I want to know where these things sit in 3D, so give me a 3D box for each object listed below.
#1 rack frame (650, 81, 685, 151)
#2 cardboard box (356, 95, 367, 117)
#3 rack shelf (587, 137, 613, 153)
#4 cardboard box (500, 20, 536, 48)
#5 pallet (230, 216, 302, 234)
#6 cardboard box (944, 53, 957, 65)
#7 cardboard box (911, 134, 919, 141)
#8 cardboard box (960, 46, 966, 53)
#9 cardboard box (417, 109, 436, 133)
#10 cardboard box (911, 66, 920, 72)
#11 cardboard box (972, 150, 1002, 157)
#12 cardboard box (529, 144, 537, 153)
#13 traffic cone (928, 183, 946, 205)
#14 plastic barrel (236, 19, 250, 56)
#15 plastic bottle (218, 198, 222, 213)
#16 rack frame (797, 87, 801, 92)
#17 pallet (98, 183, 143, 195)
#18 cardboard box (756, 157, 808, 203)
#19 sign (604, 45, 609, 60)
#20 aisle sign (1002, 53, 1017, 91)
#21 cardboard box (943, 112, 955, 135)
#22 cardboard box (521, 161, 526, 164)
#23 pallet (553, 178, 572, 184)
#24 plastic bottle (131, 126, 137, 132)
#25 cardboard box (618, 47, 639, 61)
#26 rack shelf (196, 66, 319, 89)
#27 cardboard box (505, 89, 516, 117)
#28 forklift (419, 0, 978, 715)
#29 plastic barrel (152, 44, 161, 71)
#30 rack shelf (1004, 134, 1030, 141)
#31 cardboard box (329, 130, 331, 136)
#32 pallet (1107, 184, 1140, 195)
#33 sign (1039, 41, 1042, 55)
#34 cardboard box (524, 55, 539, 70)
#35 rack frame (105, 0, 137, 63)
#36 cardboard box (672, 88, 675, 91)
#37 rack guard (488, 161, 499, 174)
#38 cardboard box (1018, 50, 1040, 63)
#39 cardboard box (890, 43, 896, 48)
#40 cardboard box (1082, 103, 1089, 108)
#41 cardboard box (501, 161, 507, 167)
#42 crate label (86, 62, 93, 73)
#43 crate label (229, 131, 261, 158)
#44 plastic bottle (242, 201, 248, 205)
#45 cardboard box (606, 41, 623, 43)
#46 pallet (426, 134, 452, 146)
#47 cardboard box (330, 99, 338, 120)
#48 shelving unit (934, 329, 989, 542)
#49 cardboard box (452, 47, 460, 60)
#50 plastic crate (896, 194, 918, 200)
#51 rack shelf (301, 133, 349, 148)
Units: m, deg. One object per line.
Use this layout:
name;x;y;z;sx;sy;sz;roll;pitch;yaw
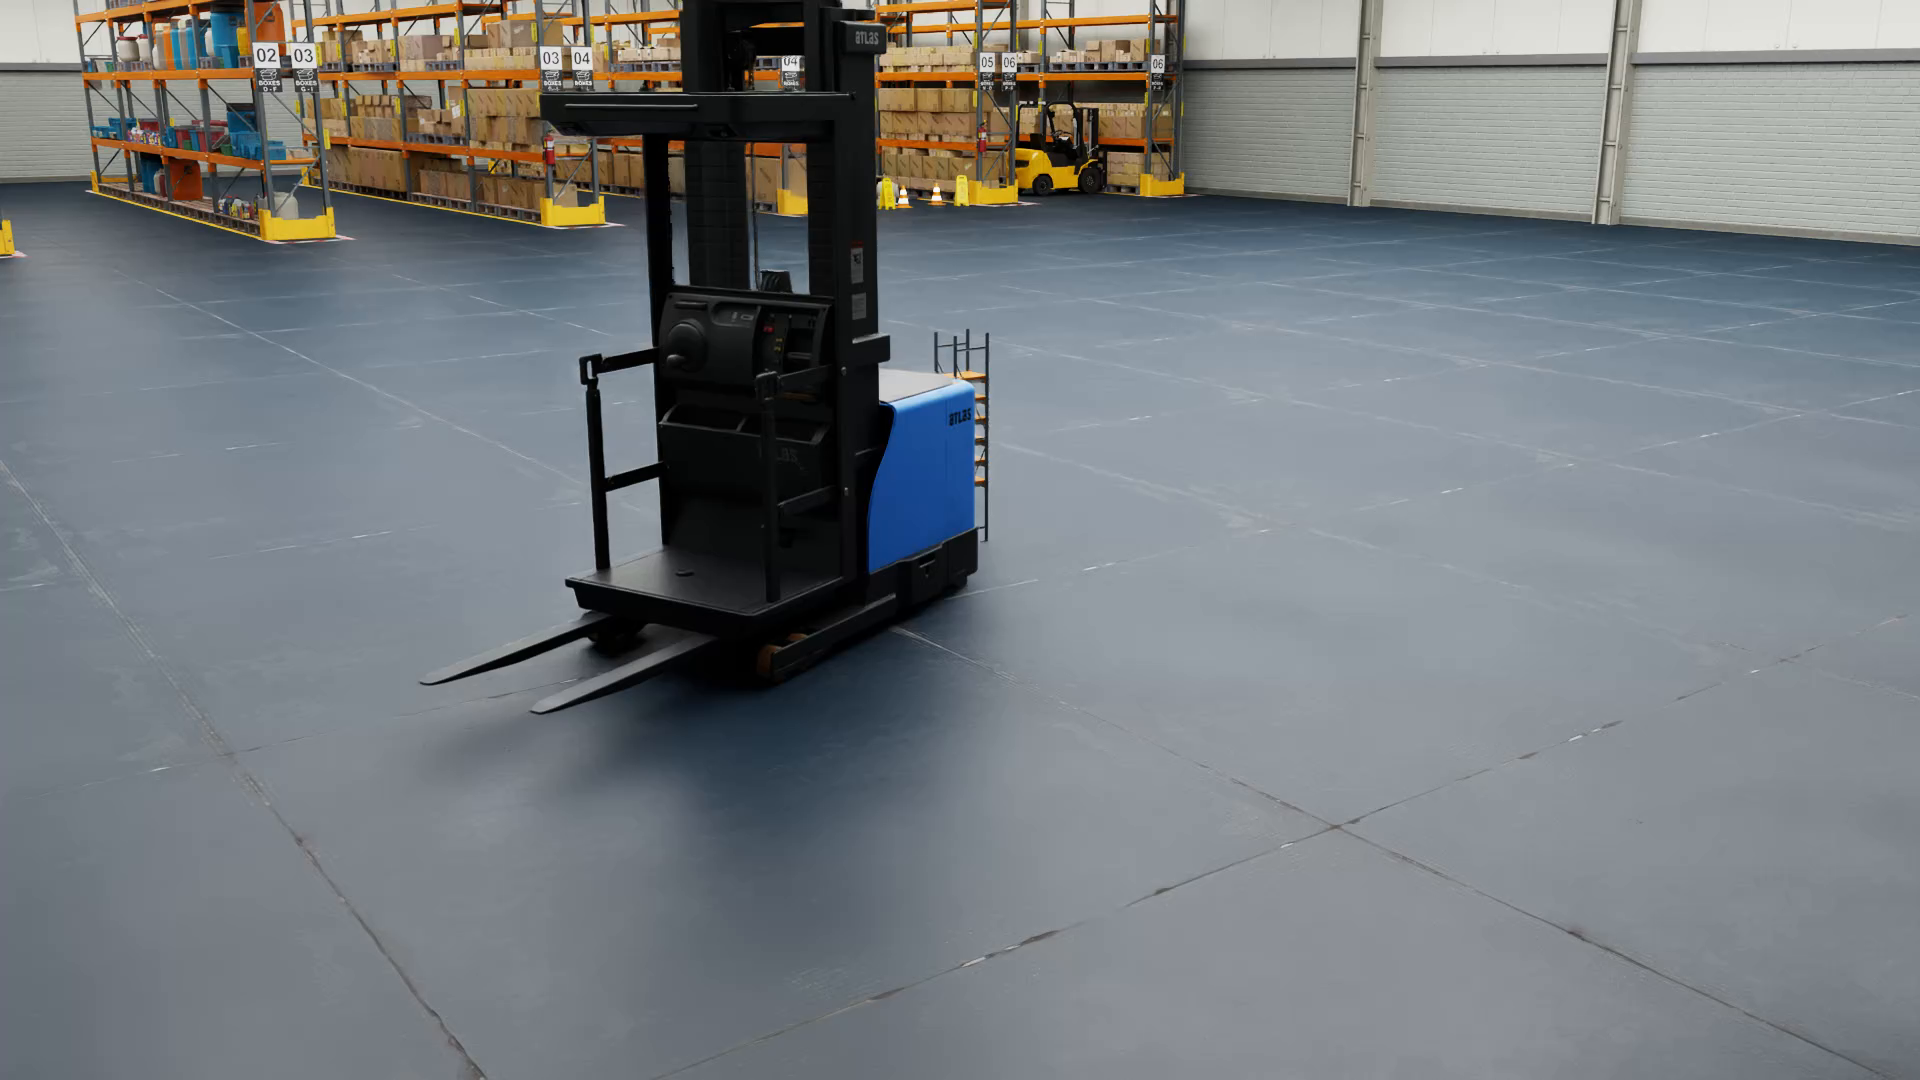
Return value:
rack frame;-8.619;-12.330;48.943;1.000;3.000;0.127;-11;19;-35
cardboard box;-13.901;-10.335;39.563;0.797;0.503;0.637;-11;19;-36
rack shelf;-9.036;-9.912;41.471;1.077;0.370;4.000;-11;19;-35
cardboard box;-8.344;-9.546;31.392;0.500;0.500;0.500;-11;19;-35
pallet;-12.503;-5.705;30.020;1.003;0.211;1.213;-11;19;-35
cardboard box;-0.014;-10.608;36.692;0.500;0.250;0.500;-11;19;-35
cardboard box;-0.893;-9.255;38.183;0.380;0.149;0.250;-11;19;-34
cardboard box;0.230;-10.711;36.312;0.380;0.149;0.250;-10;18;-34
cardboard box;-11.582;-9.225;36.615;0.500;0.500;0.500;-14;21;-41
cardboard box;-0.892;-10.700;37.781;0.380;0.149;0.250;-11;19;-36
cardboard box;0.844;-10.176;44.778;0.875;0.625;0.625;-10;18;-33
cardboard box;-7.897;-7.382;31.340;0.380;0.149;0.250;-11;19;-35
traffic cone;-0.508;-7.581;36.399;0.336;0.463;0.334;-11;19;-35
plastic barrel;-12.007;-8.570;28.373;0.600;0.588;0.600;0;15;0
plastic bottle;-13.753;-6.221;30.957;0.097;0.271;0.097;0;15;0
rack frame;-4.606;-13.101;51.761;1.000;3.000;0.127;-11;19;-35
pallet;-20.188;-8.496;40.217;1.003;0.211;1.213;-11;19;-35
cardboard box;-3.608;-7.436;34.291;0.875;0.875;0.875;-11;19;-34
sign;-8.300;-11.444;39.046;0.100;0.325;0.005;-11;19;-35
aisle sign;1.076;-10.202;36.245;0.394;0.787;0.004;-11;19;-35
cardboard box;-0.044;-9.286;37.068;0.500;0.500;0.500;-11;19;-34
cardboard box;-11.458;-10.103;44.285;0.380;0.149;0.250;-12;19;-36
pallet;-9.753;-9.175;42.698;1.003;0.211;1.213;-11;19;-35
plastic bottle;-18.321;-9.011;36.910;0.144;0.351;0.185;-11;19;-35
cardboard box;-7.612;-11.298;38.674;0.500;0.311;0.500;-11;19;-34
rack shelf;-12.410;-8.133;29.291;1.077;0.370;4.000;-11;19;-35
cardboard box;-8.342;-8.341;31.723;0.500;0.500;0.500;-11;19;-35
forklift;-1.099;-0.927;7.410;1.130;2.935;3.031;9;18;30
plastic barrel;-16.003;-9.701;33.446;0.421;0.512;0.421;0;15;0
rack shelf;1.273;-10.619;44.054;1.077;0.370;4.000;-11;19;-35
cardboard box;-15.483;-10.105;41.290;0.380;0.149;0.250;-11;19;-35
pallet;4.318;-8.497;40.219;1.003;0.211;1.213;-11;19;-35
sign;2.016;-12.300;41.578;0.100;0.325;0.005;-11;19;-35
cardboard box;-7.717;-8.813;30.696;0.500;0.250;0.500;-10;18;-33
rack frame;-18.290;-12.062;36.602;1.000;3.000;0.127;-11;19;-35
cardboard box;-7.996;-12.835;47.477;0.380;0.149;0.250;-11;19;-34
rack guard;-12.519;-10.318;46.328;1.175;0.500;0.348;-11;19;-35
cardboard box;1.827;-12.310;42.373;0.500;0.311;0.500;-12;19;-36
cardboard box;-1.884;-11.877;40.150;0.500;0.250;0.500;-11;19;-36
cardboard box;3.218;-10.666;40.884;0.380;0.149;0.250;-11;19;-35
cardboard box;-12.348;-10.292;45.539;0.380;0.149;0.250;-11;19;-35
crate label;-20.360;-11.151;39.235;0.408;0.251;0.502;-11;19;-35
crate label;-12.535;-6.974;29.309;0.502;0.435;0.616;-11;19;-35
plastic bottle;-12.981;-6.019;30.213;0.152;0.276;0.135;-11;19;-35
cardboard box;-8.360;-11.984;40.356;0.396;0.266;0.258;-11;19;-35
pallet;-10.734;-8.575;35.586;1.003;0.211;1.213;-11;19;-35
cardboard box;-15.061;-10.535;40.684;0.500;0.500;0.500;-11;19;-34
shelving unit;0.009;-0.576;9.406;0.258;1.200;0.189;-11;19;-35
cardboard box;-10.213;-9.999;34.204;0.396;0.266;0.258;-10;18;-33
plastic crate;-1.304;-7.897;38.277;0.583;0.080;0.402;10;18;33
rack shelf;-15.459;-10.018;41.858;1.077;0.370;4.000;-11;19;-35
